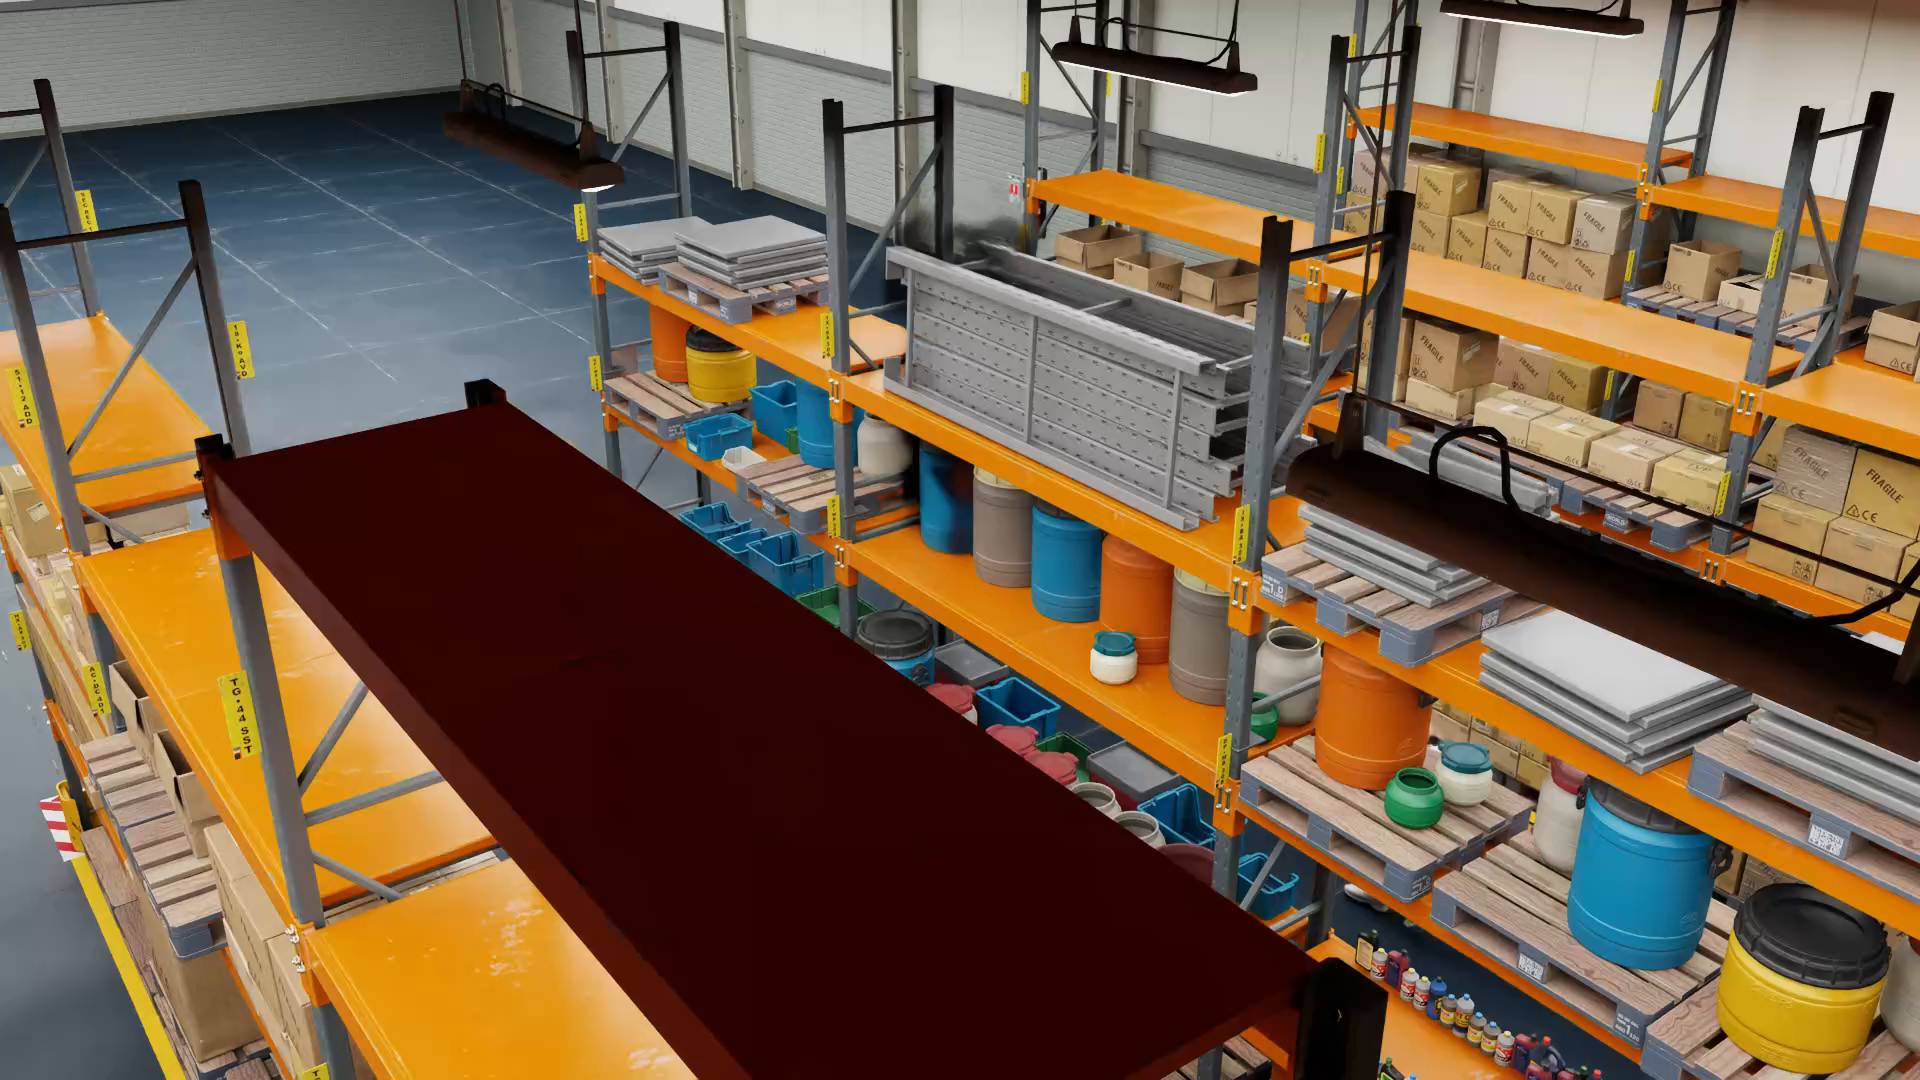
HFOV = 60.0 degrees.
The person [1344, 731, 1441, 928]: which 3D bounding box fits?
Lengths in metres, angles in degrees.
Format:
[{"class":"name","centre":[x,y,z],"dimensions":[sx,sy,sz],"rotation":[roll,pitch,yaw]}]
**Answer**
[{"class":"person","centre":[3.302,2.089,12.395],"dimensions":[0.826,1.735,0.715],"rotation":[22,33,39]}]
